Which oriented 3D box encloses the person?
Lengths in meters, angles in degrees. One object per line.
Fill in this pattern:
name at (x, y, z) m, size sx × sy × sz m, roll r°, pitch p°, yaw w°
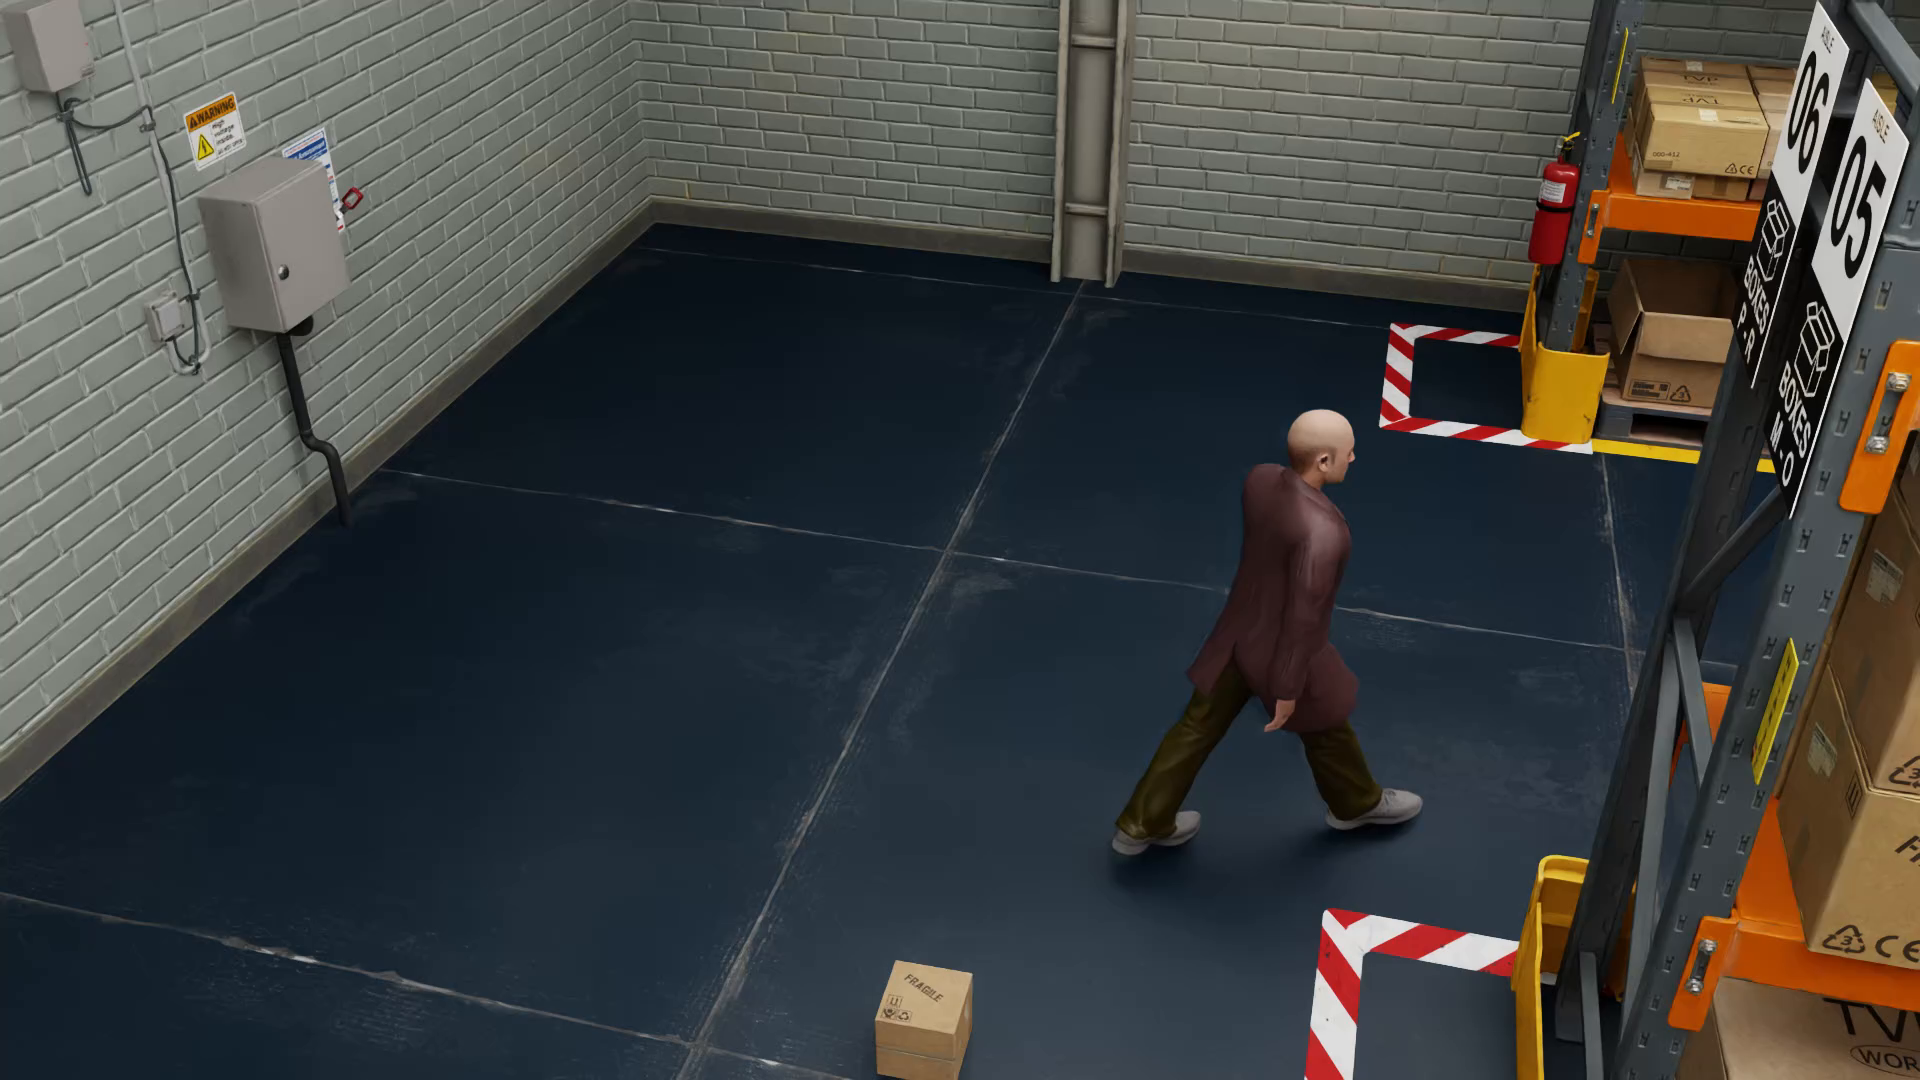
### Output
person at (1.102, 0.328, 5.610) m, size 1.175 × 1.703 × 0.590 m, roll -13°, pitch 35°, yaw -20°
